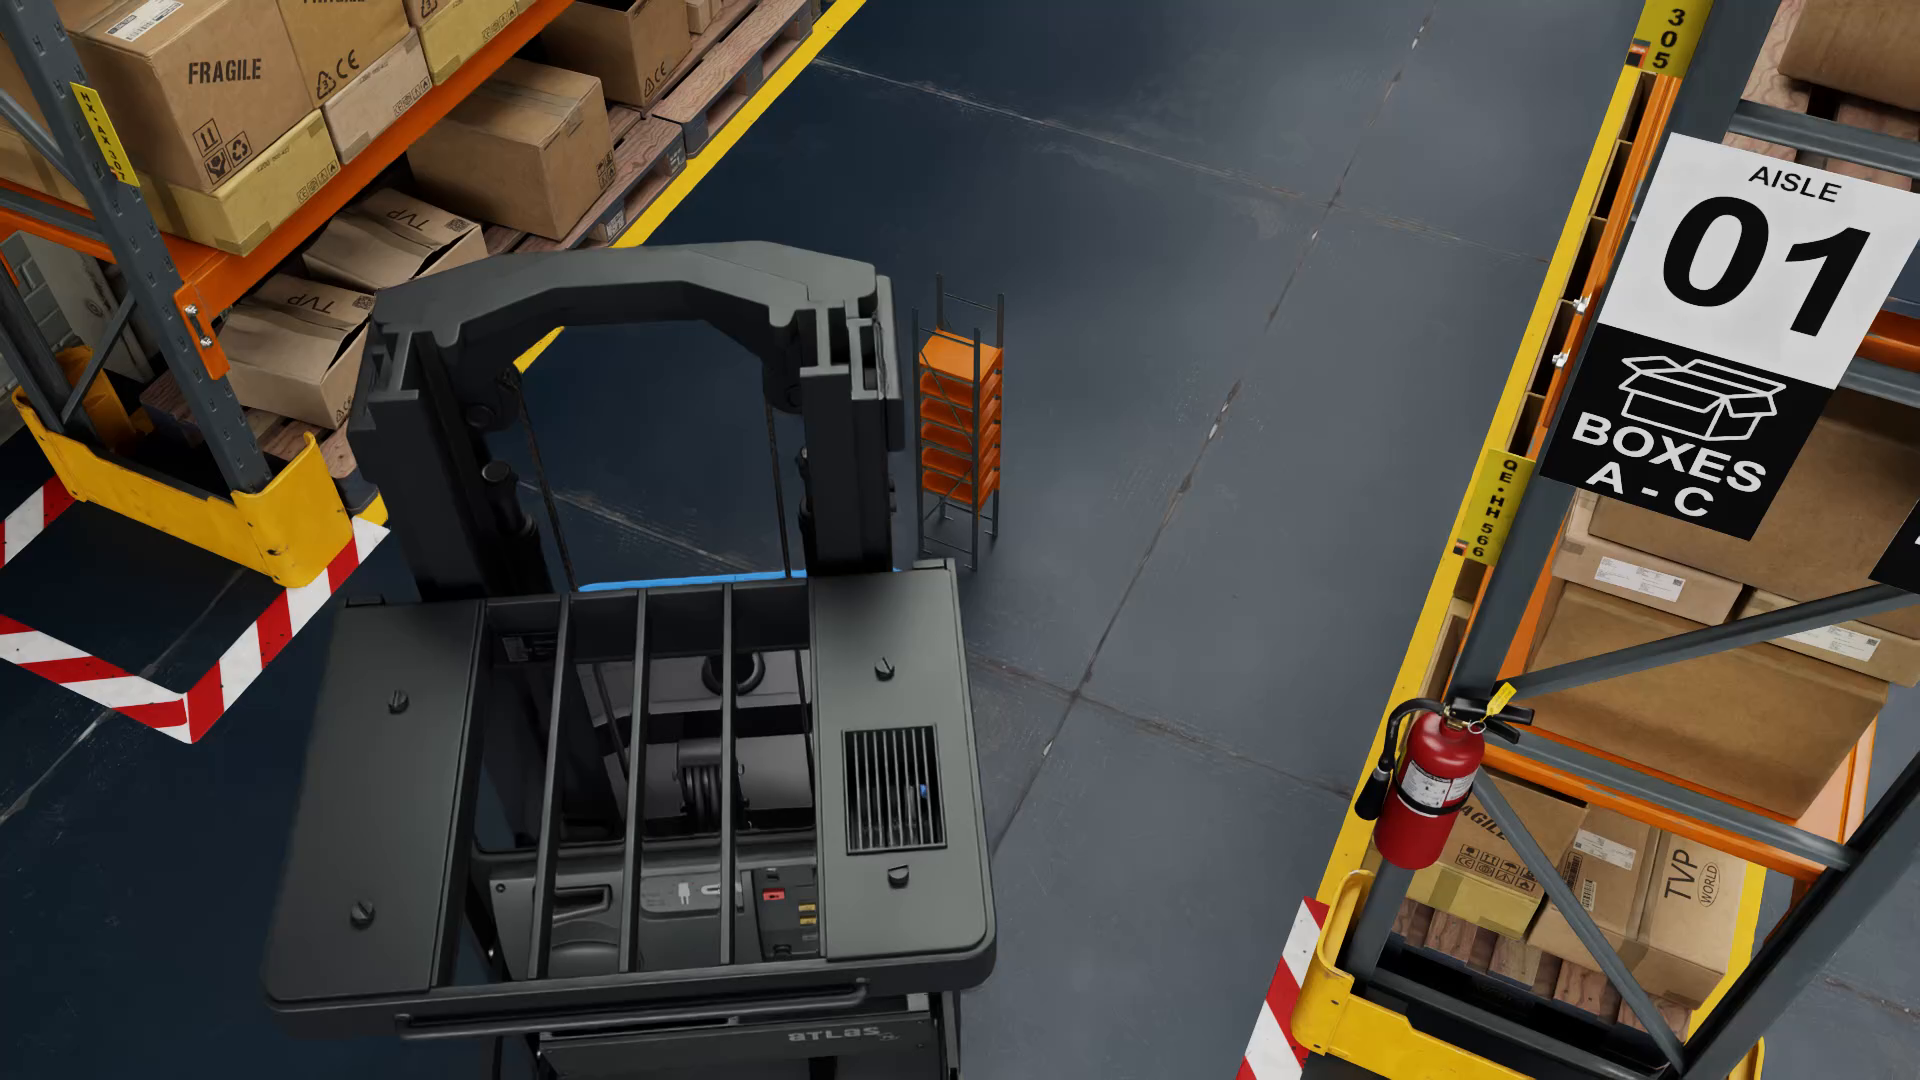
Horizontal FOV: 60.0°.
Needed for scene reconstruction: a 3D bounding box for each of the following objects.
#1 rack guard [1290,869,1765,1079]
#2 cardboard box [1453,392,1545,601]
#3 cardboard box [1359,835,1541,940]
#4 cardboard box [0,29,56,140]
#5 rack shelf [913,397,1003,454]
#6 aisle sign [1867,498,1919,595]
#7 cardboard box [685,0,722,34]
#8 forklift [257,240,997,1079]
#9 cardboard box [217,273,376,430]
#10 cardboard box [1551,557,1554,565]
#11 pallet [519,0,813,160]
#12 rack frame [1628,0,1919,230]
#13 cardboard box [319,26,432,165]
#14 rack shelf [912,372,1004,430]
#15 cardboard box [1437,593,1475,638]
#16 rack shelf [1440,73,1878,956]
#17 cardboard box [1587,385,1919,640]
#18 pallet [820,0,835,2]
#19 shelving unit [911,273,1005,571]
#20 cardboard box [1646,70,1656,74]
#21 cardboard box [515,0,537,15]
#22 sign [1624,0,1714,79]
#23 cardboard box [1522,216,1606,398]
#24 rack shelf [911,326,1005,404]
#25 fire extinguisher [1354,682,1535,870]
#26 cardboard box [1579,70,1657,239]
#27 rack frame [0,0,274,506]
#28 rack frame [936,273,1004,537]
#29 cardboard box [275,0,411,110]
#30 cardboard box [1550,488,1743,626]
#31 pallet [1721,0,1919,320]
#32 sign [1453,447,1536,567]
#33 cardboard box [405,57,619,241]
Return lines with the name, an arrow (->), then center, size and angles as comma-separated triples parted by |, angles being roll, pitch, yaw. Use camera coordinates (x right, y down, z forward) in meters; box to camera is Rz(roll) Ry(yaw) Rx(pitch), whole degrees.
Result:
rack guard -> 1.573, 1.402, 4.729 | 1.175, 0.500, 0.348 | 20, 52, 16
cardboard box -> 1.957, -0.072, 5.379 | 0.500, 0.500, 0.500 | 20, 52, 16
cardboard box -> 1.545, 0.865, 5.074 | 0.500, 0.250, 0.500 | 20, 52, 16
cardboard box -> -2.888, -1.628, 5.259 | 0.500, 0.500, 0.500 | 19, 52, 16
rack shelf -> -0.006, -0.428, 5.727 | 0.258, 0.103, 0.180 | 20, 52, 16
aisle sign -> 1.832, -0.122, 2.677 | 0.394, 0.787, 0.004 | 20, 52, 16
cardboard box -> -1.390, -2.634, 8.094 | 0.380, 0.166, 0.250 | 14, 51, 11
forklift -> -0.521, 0.963, 3.506 | 1.130, 2.935, 3.031 | -4, 50, -3
cardboard box -> -2.520, -0.752, 6.397 | 0.500, 0.311, 0.500 | 14, 51, 12
cardboard box -> 2.014, -0.137, 4.332 | 0.700, 0.500, 0.500 | 21, 53, 17
pallet -> -1.444, -2.411, 8.163 | 1.003, 0.211, 1.213 | 20, 52, 16
rack frame -> 1.583, -1.369, 1.506 | 1.000, 3.000, 0.127 | 20, 52, 16
cardboard box -> -2.193, -1.587, 5.716 | 0.500, 0.250, 0.500 | 18, 52, 15
rack shelf -> -0.006, -0.506, 5.636 | 0.258, 0.103, 0.180 | 20, 52, 16
cardboard box -> 1.960, 0.172, 5.664 | 0.500, 0.250, 0.500 | 20, 52, 16
rack shelf -> 2.437, -0.569, 5.237 | 1.077, 0.370, 4.000 | 20, 52, 16
cardboard box -> 1.817, -0.231, 3.560 | 0.700, 0.500, 0.500 | 20, 52, 16
pallet -> -0.857, -3.421, 9.022 | 1.003, 0.211, 1.213 | 20, 52, 16
shelving unit -> -0.006, -0.379, 5.785 | 0.258, 1.200, 0.189 | 20, 52, 16
cardboard box -> 3.206, -1.978, 7.125 | 0.500, 0.311, 0.500 | 20, 52, 16
cardboard box -> -1.752, -2.283, 6.308 | 0.500, 0.250, 0.500 | 20, 53, 16
sign -> 1.098, -0.844, 2.500 | 0.100, 0.325, 0.005 | 20, 52, 16
cardboard box -> 2.384, -0.761, 5.965 | 0.500, 0.500, 0.500 | 20, 52, 16
rack shelf -> -0.006, -0.583, 5.544 | 0.258, 0.103, 0.180 | 20, 52, 16
fire extinguisher -> 1.113, 0.531, 3.880 | 0.296, 0.674, 0.183 | 20, 52, 16
cardboard box -> 2.811, -1.450, 6.551 | 0.500, 0.500, 0.500 | 20, 52, 16
rack frame -> -2.897, -1.034, 5.160 | 1.000, 3.000, 0.127 | 20, 52, 16
rack frame -> 0.033, -0.442, 5.838 | 0.240, 1.200, 0.006 | 20, 52, 16
cardboard box -> -2.202, -1.803, 5.407 | 0.500, 0.500, 0.500 | 20, 52, 16
cardboard box -> 1.574, 0.008, 3.782 | 0.380, 0.149, 0.250 | 19, 52, 15
pallet -> 1.909, -0.846, 3.089 | 1.003, 0.211, 1.213 | 20, 52, 16
sign -> 1.098, -0.063, 3.418 | 0.100, 0.325, 0.005 | 20, 52, 16
cardboard box -> -1.918, -1.695, 7.075 | 0.700, 0.500, 0.500 | 17, 52, 14
